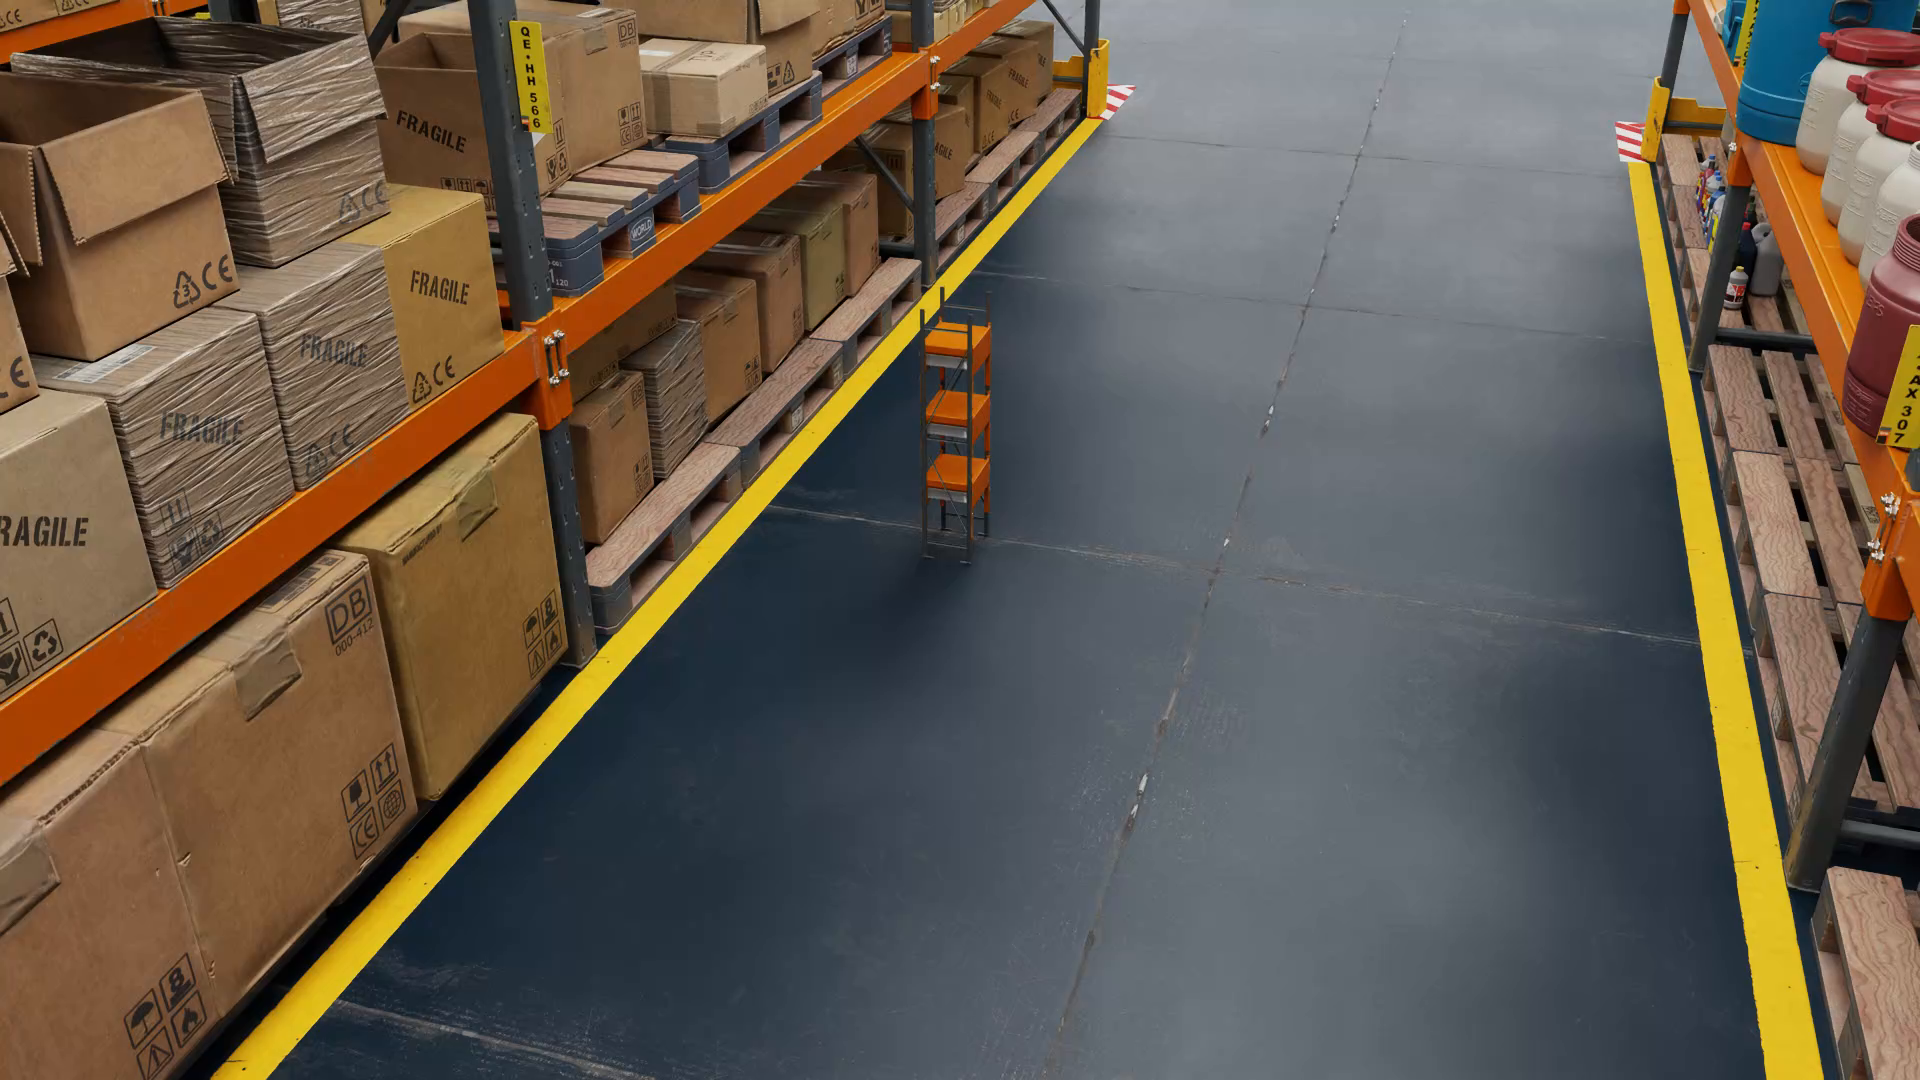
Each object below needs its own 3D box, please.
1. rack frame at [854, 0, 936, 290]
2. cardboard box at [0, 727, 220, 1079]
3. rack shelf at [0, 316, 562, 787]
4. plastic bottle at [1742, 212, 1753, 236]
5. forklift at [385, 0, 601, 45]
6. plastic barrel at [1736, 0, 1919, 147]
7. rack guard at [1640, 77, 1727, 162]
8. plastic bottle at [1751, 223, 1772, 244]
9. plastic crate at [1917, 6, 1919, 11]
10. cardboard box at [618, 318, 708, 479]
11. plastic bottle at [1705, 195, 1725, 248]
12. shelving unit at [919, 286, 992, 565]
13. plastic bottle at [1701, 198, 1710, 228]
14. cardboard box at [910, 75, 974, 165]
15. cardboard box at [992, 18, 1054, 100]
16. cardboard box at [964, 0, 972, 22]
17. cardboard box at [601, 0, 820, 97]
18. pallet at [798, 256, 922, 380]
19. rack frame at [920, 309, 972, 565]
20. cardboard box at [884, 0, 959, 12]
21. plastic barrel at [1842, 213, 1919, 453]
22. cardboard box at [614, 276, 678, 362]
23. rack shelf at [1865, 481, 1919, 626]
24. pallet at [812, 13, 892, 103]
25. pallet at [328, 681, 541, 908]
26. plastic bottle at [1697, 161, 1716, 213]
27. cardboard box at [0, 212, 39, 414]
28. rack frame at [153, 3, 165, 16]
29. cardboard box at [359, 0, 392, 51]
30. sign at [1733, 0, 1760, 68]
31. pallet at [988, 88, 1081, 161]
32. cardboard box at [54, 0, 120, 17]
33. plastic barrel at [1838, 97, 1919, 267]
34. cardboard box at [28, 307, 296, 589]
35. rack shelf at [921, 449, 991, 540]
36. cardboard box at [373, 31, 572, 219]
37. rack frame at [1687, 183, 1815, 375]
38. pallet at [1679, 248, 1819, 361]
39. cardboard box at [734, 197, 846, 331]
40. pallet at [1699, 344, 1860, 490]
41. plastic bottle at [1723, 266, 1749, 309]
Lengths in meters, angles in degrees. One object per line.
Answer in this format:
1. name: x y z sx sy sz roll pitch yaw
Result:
1. rack frame: -0.630 -2.802 8.702 1.000 3.000 0.127 8 30 15
2. cardboard box: -2.548 0.945 3.720 1.225 0.875 0.875 7 30 13
3. rack shelf: -2.391 0.300 3.865 1.077 0.370 4.000 8 30 15
4. plastic bottle: 4.075 -1.560 8.741 0.144 0.351 0.185 7 30 12
5. forklift: -2.485 -2.427 8.098 1.130 2.935 3.031 12 31 20
6. plastic barrel: 3.702 -2.178 7.065 0.600 0.901 0.708 8 30 15
7. rack guard: 5.302 -2.820 11.305 1.175 0.500 0.348 8 30 15
8. plastic bottle: 4.224 -1.518 8.742 0.152 0.276 0.135 8 30 15
9. plastic crate: 4.773 -2.594 8.545 0.450 0.188 0.662 8 30 15
10. cardboard box: -1.476 -0.617 6.893 0.700 0.500 0.500 6 30 11
11. plastic bottle: 4.221 -1.752 9.164 0.152 0.276 0.135 9 30 16
12. shelving unit: -0.016 -0.434 6.450 0.215 1.050 0.252 8 30 15
13. plastic bottle: 4.290 -1.874 9.459 0.097 0.201 0.097 0 29 0
14. cardboard box: -0.206 -2.641 10.551 0.500 0.500 0.500 6 30 10
15. cardboard box: 0.345 -3.465 12.032 0.500 0.500 0.500 14 32 24
16. cardboard box: -0.147 -2.984 9.287 0.380 0.149 0.250 8 30 15
17. cardboard box: -1.051 -2.212 7.103 0.797 0.503 0.637 12 31 20
18. pallet: -0.857 -1.222 8.729 1.003 0.211 1.213 8 30 15
19. rack frame: -0.052 -0.377 6.348 0.200 1.050 0.008 8 30 15
20. cardboard box: -0.439 -3.176 8.966 0.875 0.500 0.500 8 30 15
21. plastic barrel: 2.777 -0.555 4.522 0.600 0.536 0.708 8 30 15
22. cardboard box: -1.490 -0.935 6.692 0.500 0.250 0.500 12 31 20
23. rack shelf: 2.344 1.007 2.594 1.077 0.370 4.000 8 30 15
24. pallet: -0.993 -2.384 8.148 1.003 0.211 1.213 8 30 15
25. pallet: -2.108 0.631 5.399 1.003 0.211 1.213 8 30 15
26. plastic bottle: 4.365 -2.059 9.707 0.061 0.283 0.133 9 30 16
27. cardboard box: -2.419 -0.473 3.380 0.797 0.503 0.637 9 30 16
28. rack frame: -5.342 -3.557 10.059 1.000 3.000 0.127 8 30 15
29. cardboard box: -4.560 -3.937 12.496 0.875 0.875 0.875 8 30 14
30. sign: 3.582 -2.300 7.515 0.100 0.325 0.005 8 30 15
31. pallet: 0.249 -3.035 11.988 1.003 0.211 1.213 8 30 15
32. cardboard box: -5.239 -3.320 9.530 0.500 0.500 0.500 8 30 15
33. plastic barrel: 3.272 -1.200 5.681 0.433 0.535 0.433 0 29 0
34. cardboard box: -2.013 -0.250 4.011 0.500 0.500 0.500 8 30 13
35. rack shelf: -0.016 -0.182 6.590 0.215 0.259 0.240 8 30 15
36. cardboard box: -1.684 -1.427 5.696 0.500 0.500 0.500 5 29 9
37. rack frame: 4.105 -2.096 7.432 1.000 3.000 0.127 8 30 15
38. pallet: 4.342 -1.183 8.660 1.003 0.211 1.213 8 30 15
39. cardboard box: -0.989 -1.401 8.302 0.700 0.500 0.500 8 30 15
40. pallet: 3.911 -0.507 7.444 1.003 0.211 1.213 8 30 15
41. plastic bottle: 3.913 -1.278 8.388 0.097 0.201 0.097 0 29 0
